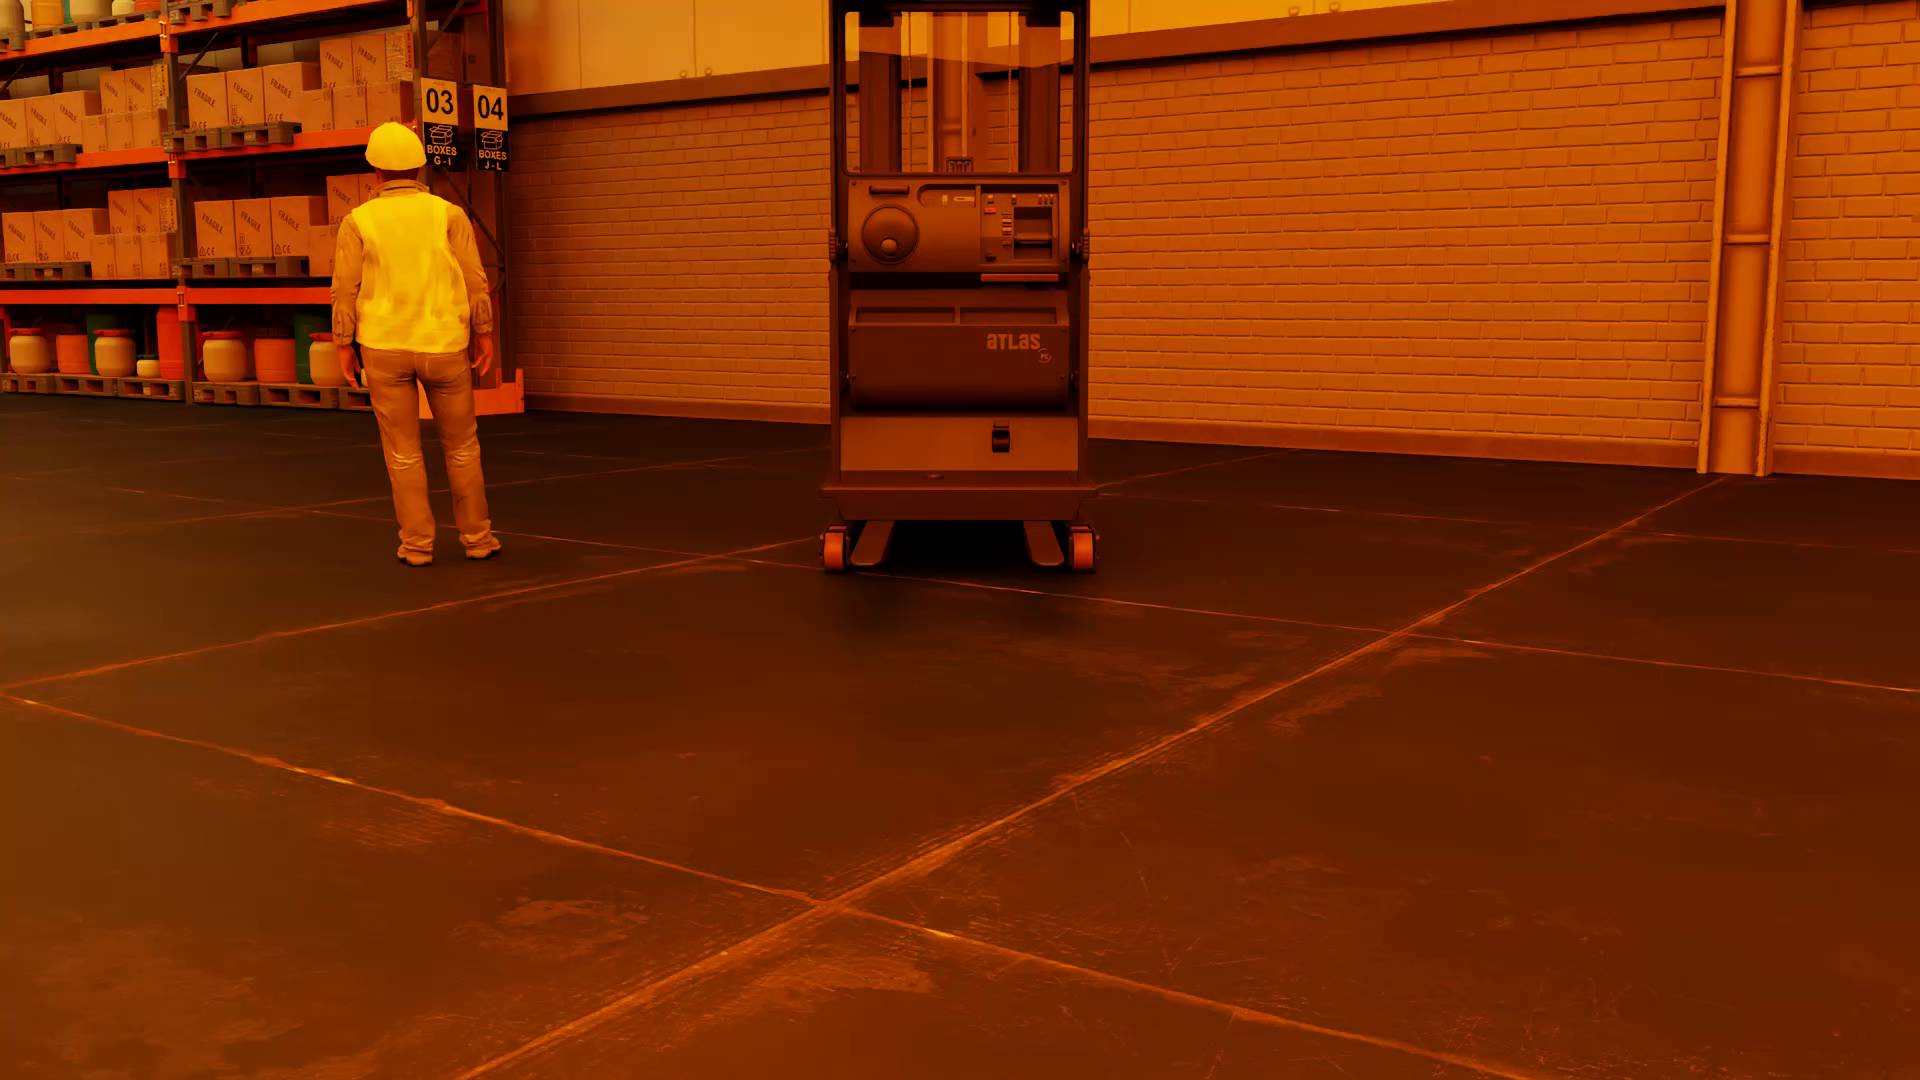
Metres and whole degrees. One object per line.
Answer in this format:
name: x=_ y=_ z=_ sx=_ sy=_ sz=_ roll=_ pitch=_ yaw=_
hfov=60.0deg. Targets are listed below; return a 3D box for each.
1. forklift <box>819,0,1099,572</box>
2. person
forklift: x=-0.003 y=-1.363 z=6.779 sx=1.130 sy=2.935 sz=3.031 roll=0 pitch=8 yaw=0
person: x=-2.234 y=-0.792 z=6.824 sx=0.630 sy=1.773 sz=0.570 roll=-3 pitch=9 yaw=-18
